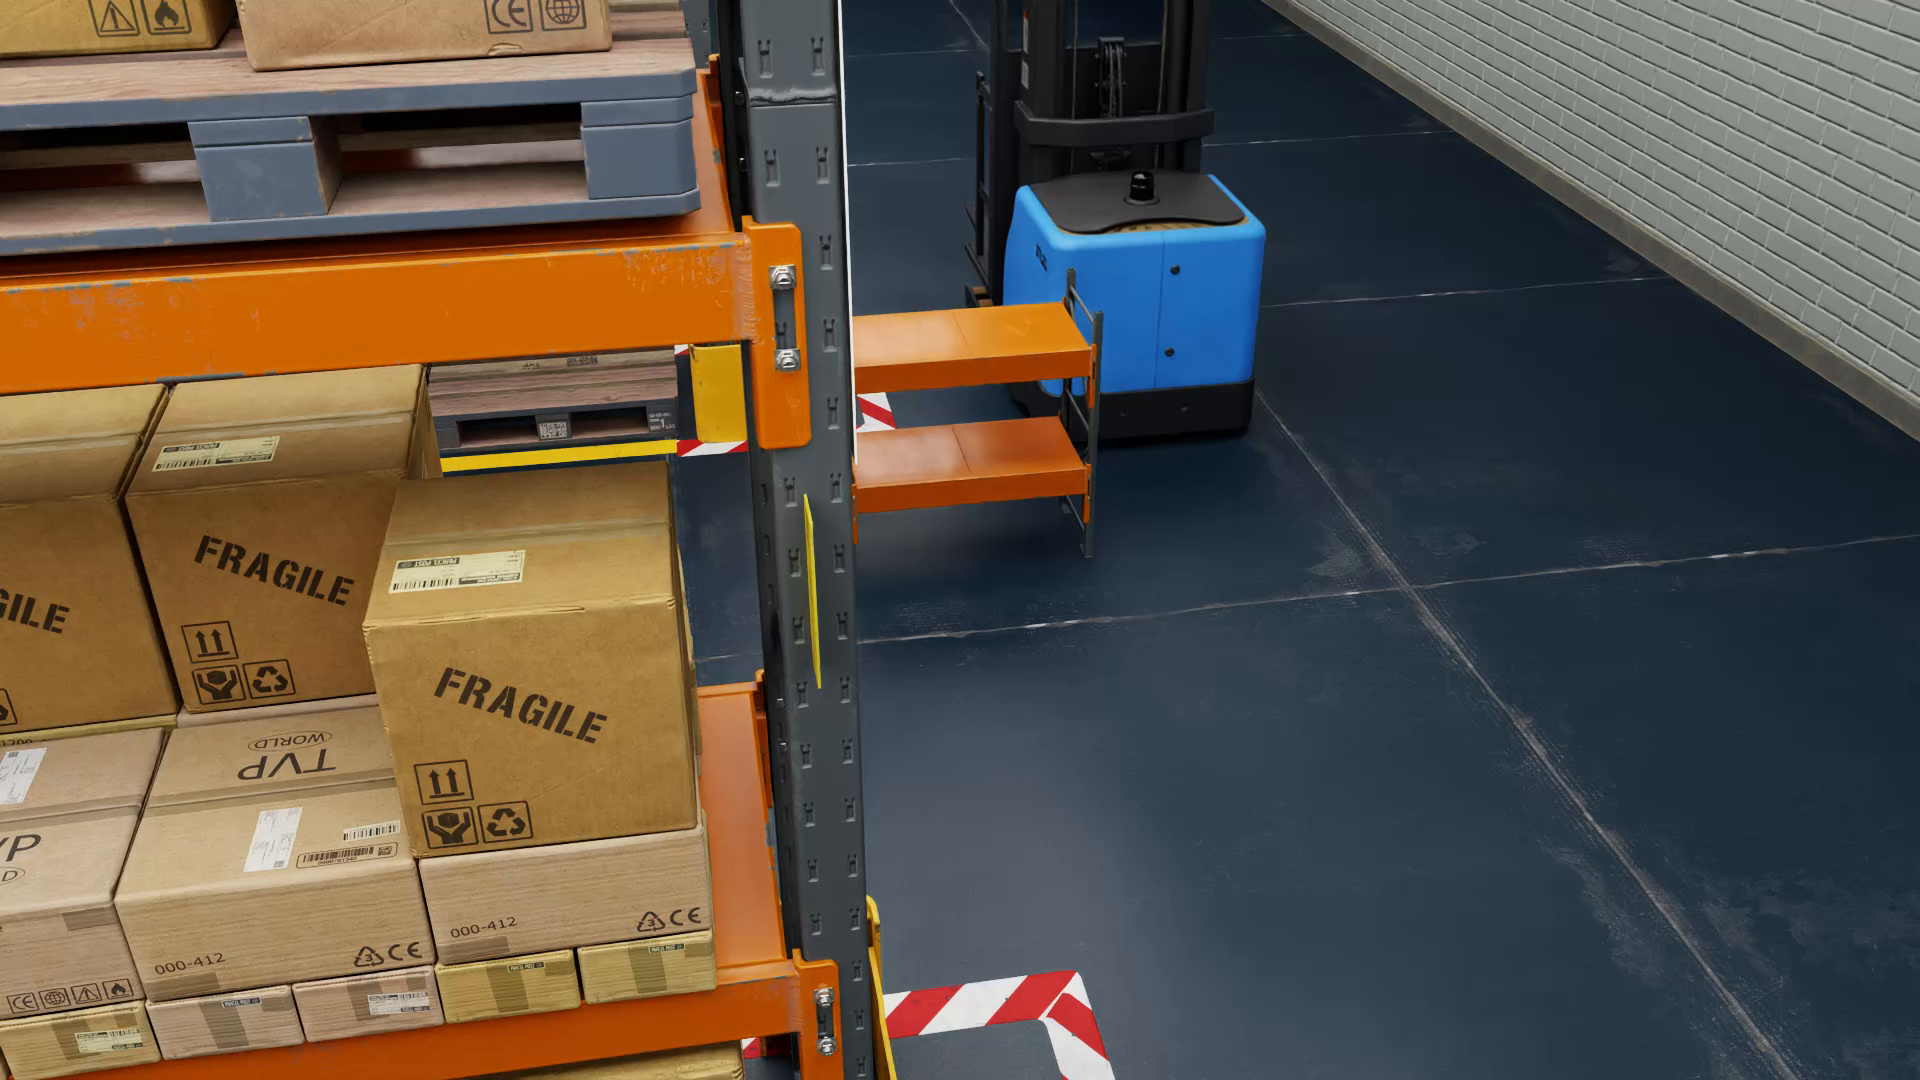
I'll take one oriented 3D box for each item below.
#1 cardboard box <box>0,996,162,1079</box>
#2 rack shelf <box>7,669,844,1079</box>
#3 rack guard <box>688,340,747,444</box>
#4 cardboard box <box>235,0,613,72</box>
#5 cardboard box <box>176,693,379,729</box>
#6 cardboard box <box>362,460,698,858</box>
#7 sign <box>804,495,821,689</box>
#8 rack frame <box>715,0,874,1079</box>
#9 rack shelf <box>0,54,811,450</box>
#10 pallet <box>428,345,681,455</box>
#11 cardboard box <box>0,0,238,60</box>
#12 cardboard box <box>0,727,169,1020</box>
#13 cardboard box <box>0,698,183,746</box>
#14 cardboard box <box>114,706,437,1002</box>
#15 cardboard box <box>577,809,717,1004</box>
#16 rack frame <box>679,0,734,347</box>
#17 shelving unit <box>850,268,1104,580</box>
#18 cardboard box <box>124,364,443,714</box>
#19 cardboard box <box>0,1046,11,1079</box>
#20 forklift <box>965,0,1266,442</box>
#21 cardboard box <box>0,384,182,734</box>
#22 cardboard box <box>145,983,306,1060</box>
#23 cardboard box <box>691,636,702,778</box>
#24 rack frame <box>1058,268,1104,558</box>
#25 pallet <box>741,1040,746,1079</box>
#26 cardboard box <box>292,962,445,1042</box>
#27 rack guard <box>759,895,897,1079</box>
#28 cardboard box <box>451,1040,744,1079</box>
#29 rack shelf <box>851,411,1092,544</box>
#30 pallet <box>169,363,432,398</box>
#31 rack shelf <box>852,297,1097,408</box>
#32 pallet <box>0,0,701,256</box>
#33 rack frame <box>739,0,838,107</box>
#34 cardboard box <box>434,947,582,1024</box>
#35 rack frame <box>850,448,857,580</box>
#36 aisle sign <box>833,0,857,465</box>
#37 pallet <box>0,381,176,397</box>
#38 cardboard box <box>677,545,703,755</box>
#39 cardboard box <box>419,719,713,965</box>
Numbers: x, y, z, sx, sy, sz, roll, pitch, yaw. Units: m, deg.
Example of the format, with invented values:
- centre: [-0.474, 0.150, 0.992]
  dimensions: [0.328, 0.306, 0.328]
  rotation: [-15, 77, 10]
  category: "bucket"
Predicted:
- centre: [-1.625, 0.816, 3.151]
  dimensions: [0.250, 0.149, 0.380]
  rotation: [-6, 31, -10]
  category: "cardboard box"
- centre: [-2.297, 0.910, 3.454]
  dimensions: [4.000, 0.370, 1.077]
  rotation: [-5, 31, -9]
  category: "rack shelf"
- centre: [-1.201, -0.984, 8.430]
  dimensions: [0.348, 0.500, 1.175]
  rotation: [-5, 31, -9]
  category: "rack guard"
- centre: [-0.832, -1.069, 2.538]
  dimensions: [0.500, 0.500, 0.700]
  rotation: [-7, 31, -12]
  category: "cardboard box"
- centre: [-1.361, 0.313, 3.612]
  dimensions: [0.500, 0.250, 0.500]
  rotation: [-6, 31, -10]
  category: "cardboard box"
- centre: [-0.762, 0.206, 3.056]
  dimensions: [0.500, 0.500, 0.500]
  rotation: [-5, 31, -8]
  category: "cardboard box"
- centre: [-0.246, 0.087, 2.766]
  dimensions: [0.005, 0.325, 0.100]
  rotation: [-5, 31, -9]
  category: "sign"
- centre: [-0.330, 0.417, 3.582]
  dimensions: [0.127, 3.000, 1.000]
  rotation: [-5, 31, -9]
  category: "rack frame"
- centre: [-2.297, -0.383, 2.693]
  dimensions: [4.000, 0.370, 1.077]
  rotation: [-5, 31, -9]
  category: "rack shelf"
- centre: [-2.040, -0.795, 8.393]
  dimensions: [1.213, 0.211, 1.003]
  rotation: [-5, 31, -9]
  category: "pallet"
- centre: [-1.407, -1.078, 2.553]
  dimensions: [0.500, 0.500, 0.700]
  rotation: [-6, 31, -11]
  category: "cardboard box"
- centre: [-1.758, 0.622, 3.087]
  dimensions: [0.500, 0.250, 0.500]
  rotation: [-6, 31, -11]
  category: "cardboard box"
- centre: [-1.855, 0.357, 3.537]
  dimensions: [0.500, 0.250, 0.500]
  rotation: [-6, 31, -11]
  category: "cardboard box"
- centre: [-1.258, 0.576, 3.166]
  dimensions: [0.500, 0.250, 0.500]
  rotation: [-6, 31, -10]
  category: "cardboard box"
- centre: [-0.621, 0.722, 3.311]
  dimensions: [0.250, 0.149, 0.380]
  rotation: [-5, 31, -8]
  category: "cardboard box"
- centre: [-1.222, -2.053, 7.781]
  dimensions: [0.127, 3.000, 1.000]
  rotation: [-5, 31, -9]
  category: "rack frame"
- centre: [0.007, -0.486, 6.966]
  dimensions: [1.048, 1.125, 0.538]
  rotation: [-5, 31, -9]
  category: "shelving unit"
- centre: [-1.342, -0.015, 3.431]
  dimensions: [0.500, 0.500, 0.500]
  rotation: [-6, 31, -10]
  category: "cardboard box"
- centre: [-1.880, 0.840, 3.110]
  dimensions: [0.250, 0.149, 0.380]
  rotation: [-5, 31, -9]
  category: "cardboard box"
- centre: [0.644, -2.456, 8.535]
  dimensions: [1.130, 2.935, 3.031]
  rotation: [-5, 31, -9]
  category: "forklift"
- centre: [-1.851, 0.035, 3.345]
  dimensions: [0.500, 0.500, 0.500]
  rotation: [-6, 31, -10]
  category: "cardboard box"
- centre: [-1.370, 0.791, 3.193]
  dimensions: [0.250, 0.149, 0.380]
  rotation: [-5, 31, -8]
  category: "cardboard box"
- centre: [-0.738, 0.393, 3.870]
  dimensions: [0.250, 0.149, 0.380]
  rotation: [-5, 31, -8]
  category: "cardboard box"
- centre: [0.507, -0.532, 7.045]
  dimensions: [0.032, 1.125, 0.500]
  rotation: [-5, 31, -9]
  category: "rack frame"
- centre: [-1.102, 1.731, 4.098]
  dimensions: [1.213, 0.211, 1.003]
  rotation: [-5, 31, -9]
  category: "pallet"
- centre: [-1.124, 0.769, 3.231]
  dimensions: [0.250, 0.149, 0.380]
  rotation: [-5, 31, -9]
  category: "cardboard box"
- centre: [-0.306, 1.492, 4.219]
  dimensions: [0.348, 0.500, 1.175]
  rotation: [-5, 31, -9]
  category: "rack guard"
- centre: [-0.945, 1.250, 3.847]
  dimensions: [0.875, 0.875, 0.875]
  rotation: [-5, 31, -9]
  category: "cardboard box"
- centre: [0.007, -0.275, 7.090]
  dimensions: [1.000, 0.278, 0.538]
  rotation: [-5, 31, -9]
  category: "rack shelf"
- centre: [-3.238, -0.685, 8.207]
  dimensions: [1.213, 0.211, 1.003]
  rotation: [-5, 31, -9]
  category: "pallet"
- centre: [0.007, -0.738, 6.818]
  dimensions: [1.000, 0.278, 0.538]
  rotation: [-5, 31, -9]
  category: "rack shelf"
- centre: [-1.058, -0.765, 2.720]
  dimensions: [1.213, 0.211, 1.003]
  rotation: [-5, 31, -9]
  category: "pallet"
- centre: [-0.330, -2.169, 2.061]
  dimensions: [0.127, 3.000, 1.000]
  rotation: [-5, 31, -9]
  category: "rack frame"
- centre: [-0.876, 0.746, 3.269]
  dimensions: [0.250, 0.149, 0.380]
  rotation: [-5, 31, -8]
  category: "cardboard box"
- centre: [-0.493, -0.439, 6.887]
  dimensions: [0.032, 1.125, 0.500]
  rotation: [-5, 31, -9]
  category: "rack frame"
- centre: [-0.205, -0.561, 2.680]
  dimensions: [0.004, 0.787, 0.394]
  rotation: [-5, 31, -9]
  category: "aisle sign"
- centre: [-4.440, -0.572, 8.014]
  dimensions: [1.213, 0.211, 1.003]
  rotation: [-5, 31, -9]
  category: "pallet"
- centre: [-0.850, 0.262, 3.699]
  dimensions: [0.500, 0.250, 0.500]
  rotation: [-6, 31, -10]
  category: "cardboard box"
- centre: [-0.759, 0.530, 3.244]
  dimensions: [0.500, 0.250, 0.500]
  rotation: [-6, 31, -10]
  category: "cardboard box"
